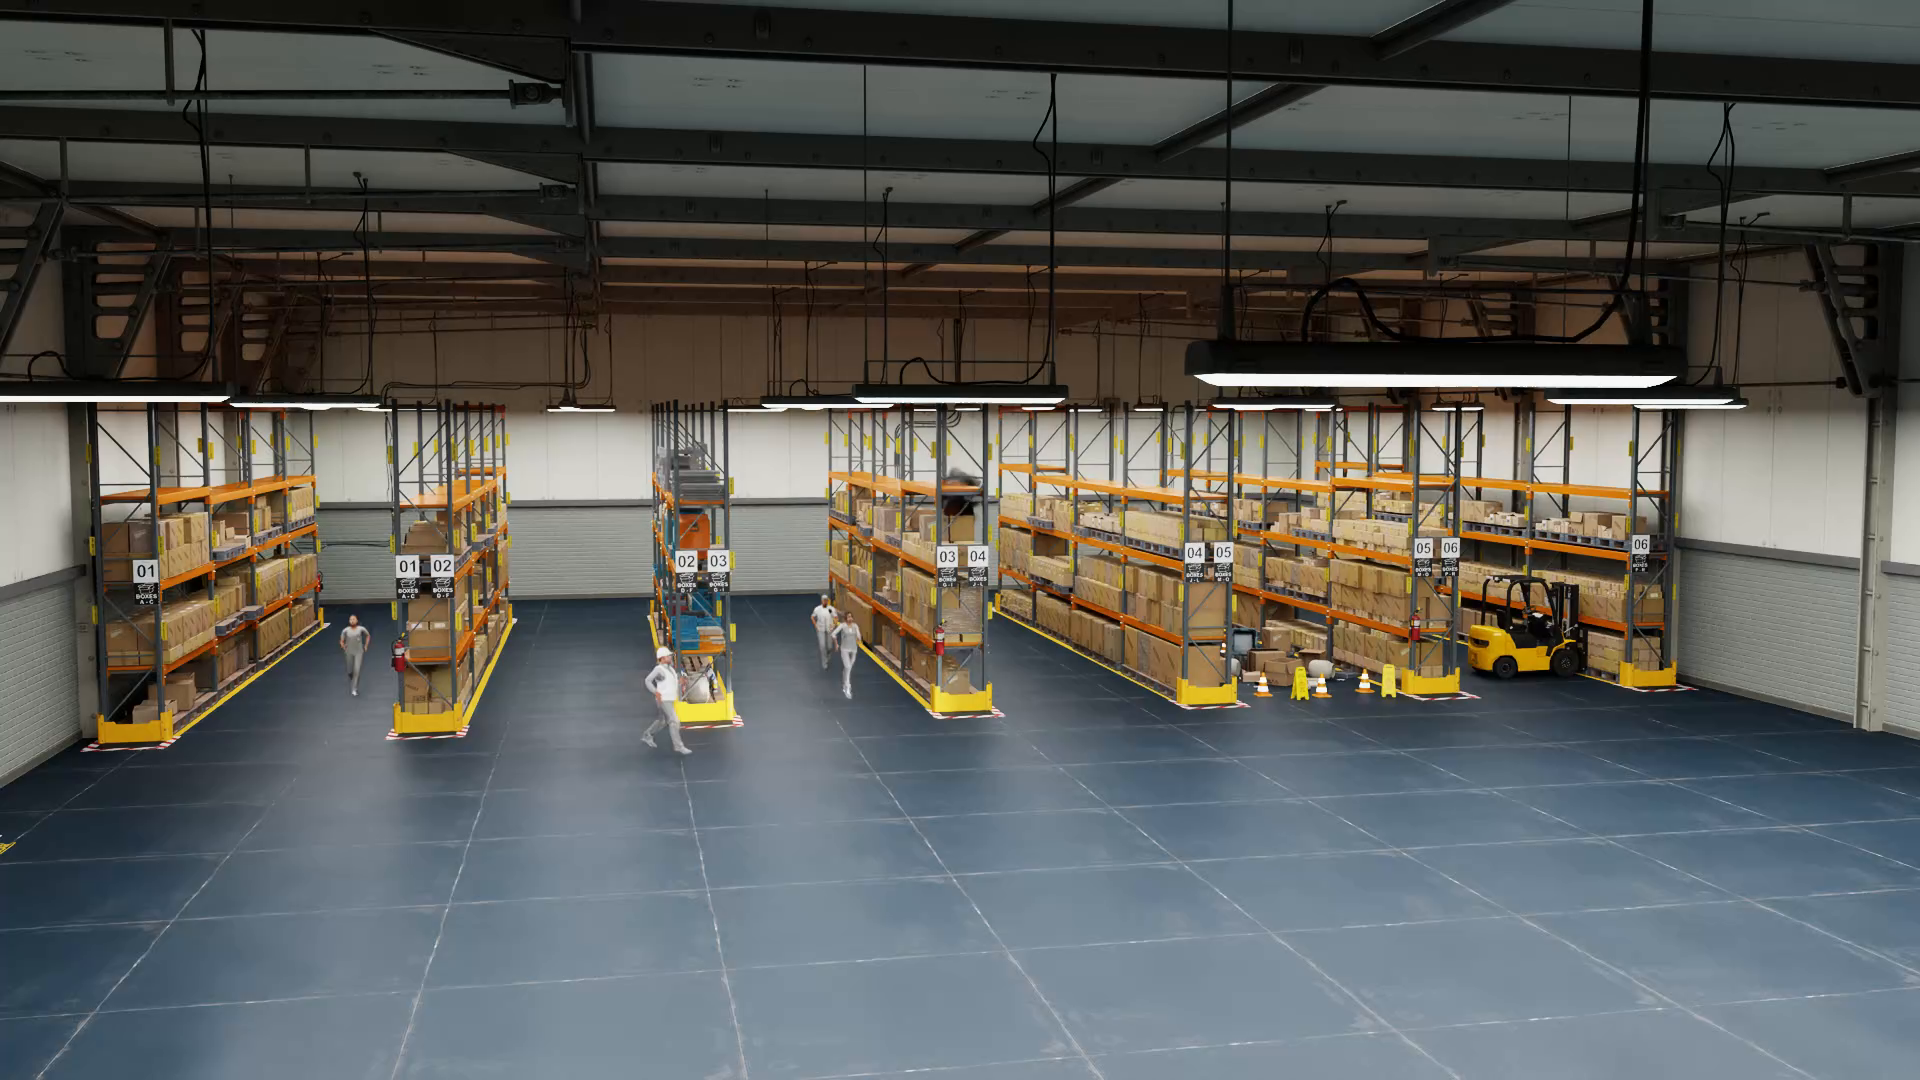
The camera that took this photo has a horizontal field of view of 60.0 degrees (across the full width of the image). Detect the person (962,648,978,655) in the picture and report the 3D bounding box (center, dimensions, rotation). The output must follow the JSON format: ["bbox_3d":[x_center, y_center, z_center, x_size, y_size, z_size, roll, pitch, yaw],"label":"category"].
[{"bbox_3d":[0.236,1.892,39.965,0.600,1.676,0.812,-1,5,-18],"label":"person"}]

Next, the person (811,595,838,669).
[{"bbox_3d":[-3.071,2.063,37.809,0.618,1.648,0.742,-1,4,-10],"label":"person"}]

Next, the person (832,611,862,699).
[{"bbox_3d":[-2.183,2.232,32.545,0.505,1.685,0.699,-2,5,-30],"label":"person"}]

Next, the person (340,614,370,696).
[{"bbox_3d":[-12.422,2.338,34.155,0.582,1.640,0.875,-1,4,-15],"label":"person"}]

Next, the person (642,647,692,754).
[{"bbox_3d":[-4.954,2.699,28.049,0.928,1.779,0.650,1,4,10],"label":"person"}]
